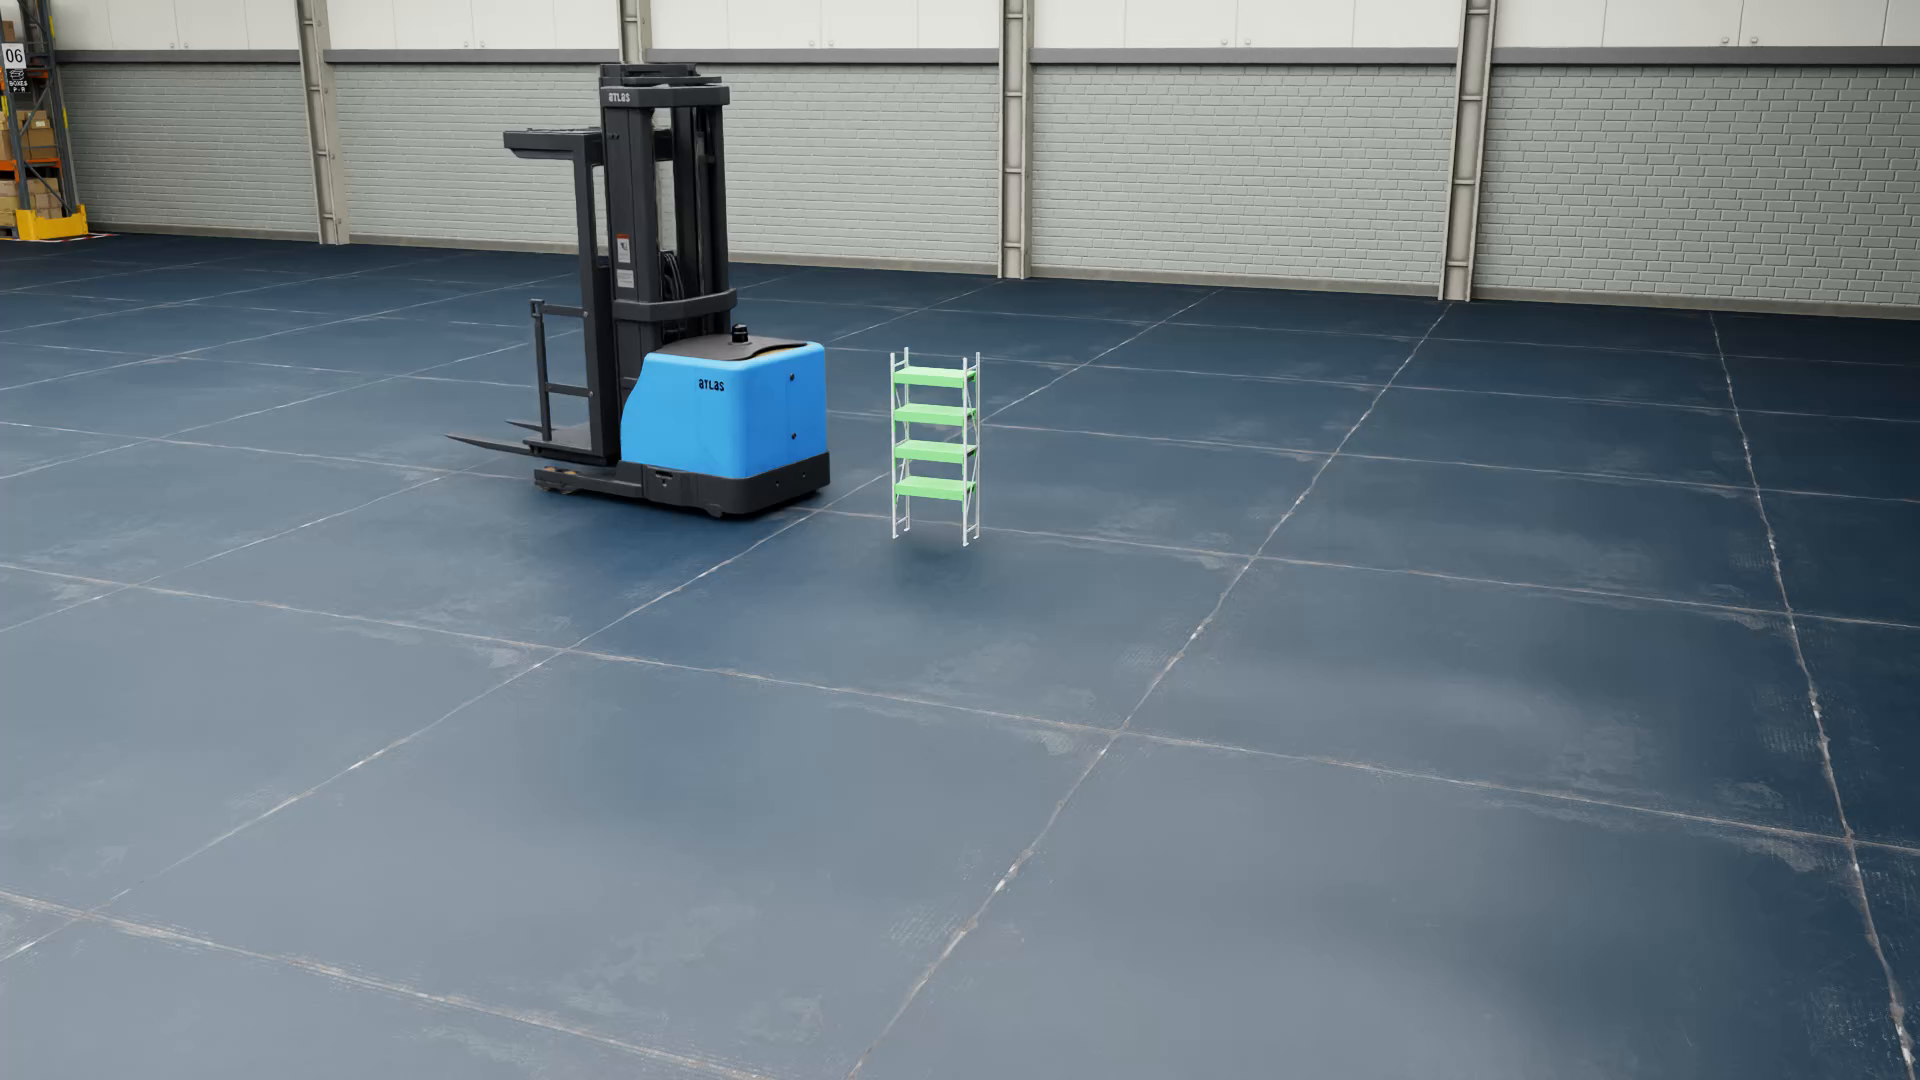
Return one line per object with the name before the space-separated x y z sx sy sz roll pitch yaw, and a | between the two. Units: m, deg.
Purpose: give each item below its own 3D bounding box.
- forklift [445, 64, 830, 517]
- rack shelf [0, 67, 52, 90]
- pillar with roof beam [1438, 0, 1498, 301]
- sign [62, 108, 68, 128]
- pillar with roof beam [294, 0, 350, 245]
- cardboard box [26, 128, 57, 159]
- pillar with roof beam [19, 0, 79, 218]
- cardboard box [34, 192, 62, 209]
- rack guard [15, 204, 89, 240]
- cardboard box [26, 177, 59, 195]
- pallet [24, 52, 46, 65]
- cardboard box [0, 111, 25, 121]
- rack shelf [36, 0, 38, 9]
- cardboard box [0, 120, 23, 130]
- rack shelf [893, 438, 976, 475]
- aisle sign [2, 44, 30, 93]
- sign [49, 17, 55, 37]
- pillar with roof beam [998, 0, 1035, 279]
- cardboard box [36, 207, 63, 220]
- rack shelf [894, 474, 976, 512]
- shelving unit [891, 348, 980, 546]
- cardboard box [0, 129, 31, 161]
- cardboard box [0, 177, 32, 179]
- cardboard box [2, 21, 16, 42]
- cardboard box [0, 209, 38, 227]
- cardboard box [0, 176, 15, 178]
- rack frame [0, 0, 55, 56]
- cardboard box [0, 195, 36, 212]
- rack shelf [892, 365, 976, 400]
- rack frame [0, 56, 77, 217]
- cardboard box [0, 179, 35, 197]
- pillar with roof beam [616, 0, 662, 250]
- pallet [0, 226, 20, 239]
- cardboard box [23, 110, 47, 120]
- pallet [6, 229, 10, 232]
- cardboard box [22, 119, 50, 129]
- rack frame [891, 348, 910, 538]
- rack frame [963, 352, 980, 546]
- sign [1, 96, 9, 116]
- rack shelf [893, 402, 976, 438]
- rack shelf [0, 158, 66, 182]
forklift | -2.446 -1.845 11.771 3.031 2.935 1.130 10 19 30
rack shelf | -17.520 -7.982 28.699 4.000 0.370 1.077 6 17 21
pillar with roof beam | 4.770 -6.297 16.223 0.400 9.000 9.100 6 17 21
sign | -15.450 -7.280 28.674 0.005 0.325 0.100 6 17 21
pillar with roof beam | -11.975 -8.138 22.566 0.400 9.000 9.100 6 17 21
cardboard box | -16.019 -6.853 28.721 0.500 0.500 0.500 7 18 22
pillar with roof beam | -17.556 -8.752 24.680 0.400 9.000 9.100 6 17 21
cardboard box | -16.021 -5.906 28.918 0.500 0.250 0.500 7 17 22
rack guard | -15.637 -5.480 28.652 0.348 0.500 1.175 6 17 21
cardboard box | -16.037 -6.142 28.836 0.500 0.250 0.500 6 17 20
pallet | -16.308 -8.160 28.178 1.213 0.211 1.003 6 17 21
cardboard box | -16.070 -7.167 28.104 0.250 0.149 0.380 6 17 21
rack shelf | -17.520 -9.231 28.336 4.000 0.370 1.077 6 17 21
cardboard box | -16.085 -7.005 28.080 0.250 0.149 0.380 7 17 21
rack shelf | -0.154 -0.532 10.583 0.480 0.148 0.258 6 17 21
aisle sign | -15.706 -7.848 27.664 0.004 0.787 0.394 6 17 21
sign | -15.450 -8.724 28.255 0.005 0.325 0.100 6 17 21
pillar with roof beam | -0.812 -6.911 18.338 0.400 9.000 9.100 6 17 21
cardboard box | -16.045 -5.665 28.985 0.500 0.250 0.500 6 17 21
rack shelf | -0.154 -0.301 10.649 0.480 0.148 0.258 6 17 21
shelving unit | -0.154 -0.593 10.565 0.503 1.200 0.258 6 17 21
cardboard box | -16.214 -6.713 28.237 0.500 0.500 0.500 6 17 19
cardboard box | -16.503 -6.192 29.009 0.500 0.250 0.500 6 17 21
cardboard box | -16.161 -8.403 27.746 0.500 0.500 0.500 7 18 22
cardboard box | -16.213 -5.530 28.520 0.500 0.250 0.500 6 17 21
cardboard box | -16.965 -6.246 29.195 0.500 0.250 0.500 6 17 20
rack frame | -15.660 -9.564 27.476 0.127 3.000 1.000 6 17 21
cardboard box | -16.227 -5.773 28.459 0.500 0.250 0.500 6 17 20
rack shelf | -0.154 -0.993 10.449 0.480 0.148 0.258 6 17 21
rack frame | -15.660 -6.683 28.312 0.127 3.000 1.000 6 17 21
cardboard box | -16.202 -6.010 28.381 0.500 0.250 0.500 7 18 22
pillar with roof beam | -6.393 -7.524 20.452 0.400 9.000 9.100 6 17 21
pallet | -16.386 -5.411 28.933 1.213 0.211 1.003 6 17 21
cardboard box | -15.894 -7.275 28.475 0.250 0.149 0.380 6 17 20
pallet | -17.517 -5.536 29.364 1.213 0.211 1.003 6 17 21
cardboard box | -15.880 -7.144 28.559 0.250 0.149 0.380 6 17 19
rack frame | -0.381 -0.618 10.651 0.015 1.200 0.240 6 17 21
rack frame | 0.073 -0.568 10.479 0.015 1.200 0.240 6 17 21
sign | -15.872 -7.213 27.638 0.005 0.325 0.100 6 17 21
rack shelf | -0.154 -0.762 10.516 0.480 0.148 0.258 6 17 21
rack shelf | -17.520 -6.542 29.117 4.000 0.370 1.077 6 17 21
